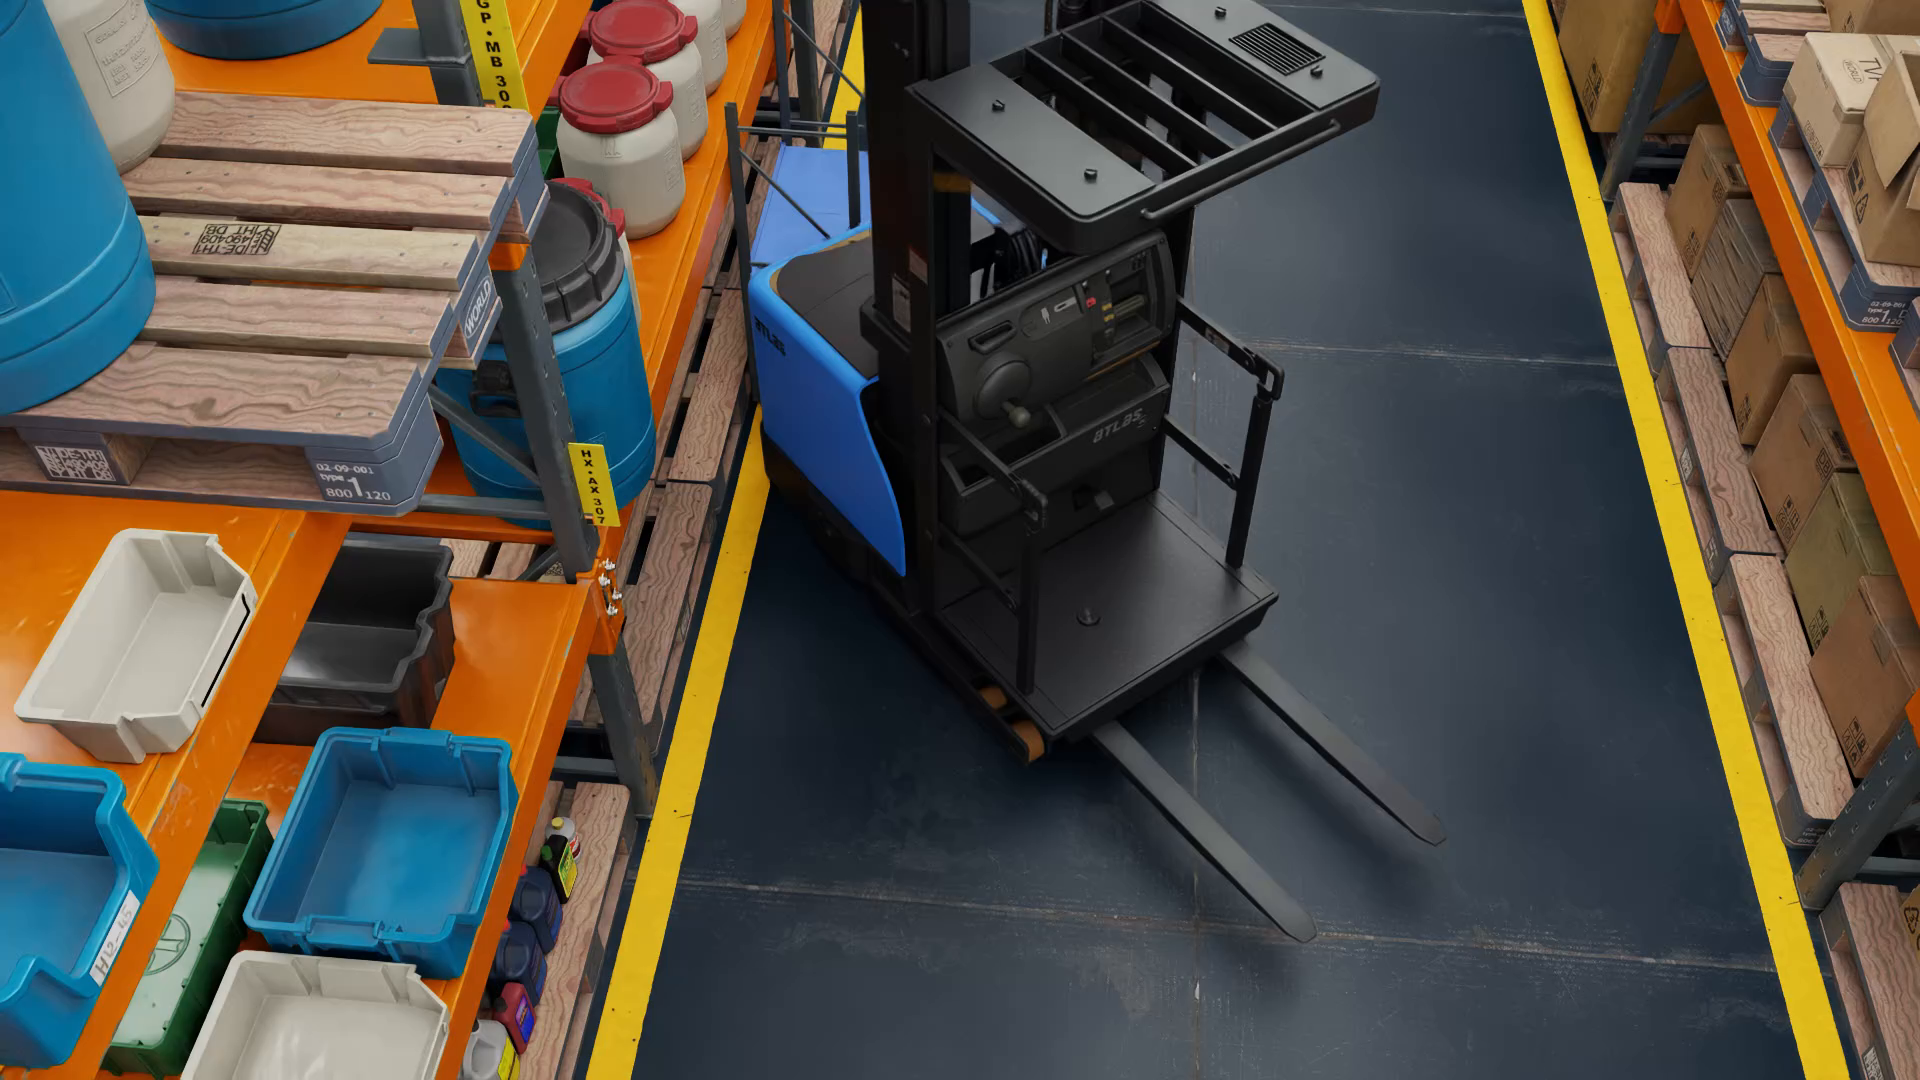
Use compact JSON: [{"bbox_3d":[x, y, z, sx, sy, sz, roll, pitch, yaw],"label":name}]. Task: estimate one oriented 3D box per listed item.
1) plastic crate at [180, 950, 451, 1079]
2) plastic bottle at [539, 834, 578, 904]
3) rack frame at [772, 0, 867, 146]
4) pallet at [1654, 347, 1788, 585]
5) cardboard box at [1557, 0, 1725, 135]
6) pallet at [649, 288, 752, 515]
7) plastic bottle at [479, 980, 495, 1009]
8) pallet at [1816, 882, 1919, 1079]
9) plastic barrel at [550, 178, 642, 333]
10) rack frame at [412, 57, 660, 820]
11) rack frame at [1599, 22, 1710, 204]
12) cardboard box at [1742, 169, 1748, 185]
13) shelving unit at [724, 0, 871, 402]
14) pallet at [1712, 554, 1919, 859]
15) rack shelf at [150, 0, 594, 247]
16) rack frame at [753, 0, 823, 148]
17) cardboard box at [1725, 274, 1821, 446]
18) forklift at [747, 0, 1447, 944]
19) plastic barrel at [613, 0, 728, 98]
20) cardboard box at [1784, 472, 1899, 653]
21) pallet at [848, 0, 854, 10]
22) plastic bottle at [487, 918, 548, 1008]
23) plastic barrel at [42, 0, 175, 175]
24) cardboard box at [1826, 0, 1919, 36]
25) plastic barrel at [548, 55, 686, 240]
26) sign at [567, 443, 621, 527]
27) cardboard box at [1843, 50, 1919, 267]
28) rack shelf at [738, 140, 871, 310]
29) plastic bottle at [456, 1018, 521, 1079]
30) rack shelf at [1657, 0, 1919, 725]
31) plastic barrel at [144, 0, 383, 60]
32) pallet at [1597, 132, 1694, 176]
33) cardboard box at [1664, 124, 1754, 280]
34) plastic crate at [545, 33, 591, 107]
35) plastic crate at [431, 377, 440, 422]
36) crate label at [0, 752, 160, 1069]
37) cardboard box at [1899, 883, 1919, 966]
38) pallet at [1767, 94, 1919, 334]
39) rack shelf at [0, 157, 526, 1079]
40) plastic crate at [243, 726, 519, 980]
[{"bbox_3d":[-1.474,1.194,3.830,0.530,0.136,0.437,4,48,4],"label":"plastic crate"},{"bbox_3d":[-1.294,1.039,5.336,0.061,0.283,0.133,6,48,5],"label":"plastic bottle"},{"bbox_3d":[-0.554,-1.853,7.447,0.500,1.500,0.032,5,48,3],"label":"rack frame"},{"bbox_3d":[3.532,-0.302,6.909,1.003,0.211,1.213,4,48,4],"label":"pallet"},{"bbox_3d":[3.802,-2.642,8.314,1.225,0.875,0.875,2,48,2],"label":"cardboard box"},{"bbox_3d":[-1.437,-0.642,7.221,1.003,0.211,1.213,4,48,4],"label":"pallet"},{"bbox_3d":[-1.517,1.308,5.095,0.152,0.276,0.135,4,48,4],"label":"plastic bottle"},{"bbox_3d":[3.328,1.665,5.110,1.003,0.211,1.213,4,48,4],"label":"pallet"},{"bbox_3d":[-1.273,-0.839,5.419,0.433,0.535,0.433,0,48,0],"label":"plastic barrel"},{"bbox_3d":[-1.578,-0.105,4.839,1.000,3.000,0.127,4,48,4],"label":"rack frame"},{"bbox_3d":[3.719,-2.711,7.223,1.000,3.000,0.127,4,48,4],"label":"rack frame"},{"bbox_3d":[3.687,-1.775,7.254,0.500,0.250,0.500,6,48,5],"label":"cardboard box"},{"bbox_3d":[-0.601,-1.479,7.105,0.538,1.500,1.048,5,48,3],"label":"shelving unit"},{"bbox_3d":[3.423,0.597,6.087,1.003,0.211,1.213,4,48,4],"label":"pallet"},{"bbox_3d":[-1.396,-2.344,5.342,1.077,0.370,4.000,4,48,4],"label":"rack shelf"},{"bbox_3d":[-1.214,-3.044,7.528,1.000,3.000,0.127,4,48,4],"label":"rack frame"},{"bbox_3d":[3.595,-0.697,6.776,0.700,0.500,0.500,7,48,7],"label":"cardboard box"},{"bbox_3d":[0.464,-0.596,5.335,1.130,2.935,3.031,-29,54,-24],"label":"forklift"},{"bbox_3d":[-1.133,-2.002,6.499,0.421,0.512,0.421,0,48,0],"label":"plastic barrel"},{"bbox_3d":[3.494,0.124,6.025,0.700,0.500,0.500,4,48,3],"label":"cardboard box"},{"bbox_3d":[-1.070,-3.579,9.907,1.003,0.211,1.213,4,48,4],"label":"pallet"},{"bbox_3d":[-1.368,1.274,5.075,0.144,0.351,0.185,2,48,2],"label":"plastic bottle"},{"bbox_3d":[-1.813,-0.994,3.259,0.421,0.512,0.421,0,48,0],"label":"plastic barrel"},{"bbox_3d":[3.758,-2.070,6.284,0.700,0.500,0.500,10,48,9],"label":"cardboard box"},{"bbox_3d":[-1.206,-1.378,5.912,0.433,0.535,0.433,0,48,0],"label":"plastic barrel"},{"bbox_3d":[-1.032,-0.153,4.696,0.100,0.325,0.005,4,48,4],"label":"sign"},{"bbox_3d":[3.420,-1.229,5.512,0.797,0.503,0.637,8,48,8],"label":"cardboard box"},{"bbox_3d":[-0.605,-1.358,7.238,0.538,0.185,1.000,5,48,3],"label":"rack shelf"},{"bbox_3d":[-1.397,1.512,4.858,0.144,0.351,0.185,4,48,3],"label":"plastic bottle"},{"bbox_3d":[3.536,-0.999,6.144,1.077,0.370,4.000,4,48,4],"label":"rack shelf"},{"bbox_3d":[-1.748,-1.675,3.902,0.600,0.901,0.708,4,48,4],"label":"plastic barrel"},{"bbox_3d":[3.865,-2.344,8.777,1.003,0.211,1.213,4,48,4],"label":"pallet"},{"bbox_3d":[3.677,-1.522,7.531,0.700,0.500,0.500,2,48,1],"label":"cardboard box"},{"bbox_3d":[-1.666,-1.899,6.437,0.402,0.464,0.583,4,48,4],"label":"plastic crate"},{"bbox_3d":[-1.839,-0.503,5.160,0.402,0.464,0.583,4,48,4],"label":"plastic crate"},{"bbox_3d":[-1.443,0.519,2.336,0.502,0.251,0.408,4,48,4],"label":"crate label"},{"bbox_3d":[3.278,1.221,5.036,0.500,0.500,0.500,3,48,2],"label":"cardboard box"},{"bbox_3d":[3.579,-1.189,5.961,1.003,0.211,1.213,4,48,4],"label":"pallet"},{"bbox_3d":[-1.761,0.595,2.654,1.077,0.370,4.000,4,48,4],"label":"rack shelf"},{"bbox_3d":[-1.409,0.777,4.134,0.499,0.251,0.616,4,48,4],"label":"plastic crate"}]
